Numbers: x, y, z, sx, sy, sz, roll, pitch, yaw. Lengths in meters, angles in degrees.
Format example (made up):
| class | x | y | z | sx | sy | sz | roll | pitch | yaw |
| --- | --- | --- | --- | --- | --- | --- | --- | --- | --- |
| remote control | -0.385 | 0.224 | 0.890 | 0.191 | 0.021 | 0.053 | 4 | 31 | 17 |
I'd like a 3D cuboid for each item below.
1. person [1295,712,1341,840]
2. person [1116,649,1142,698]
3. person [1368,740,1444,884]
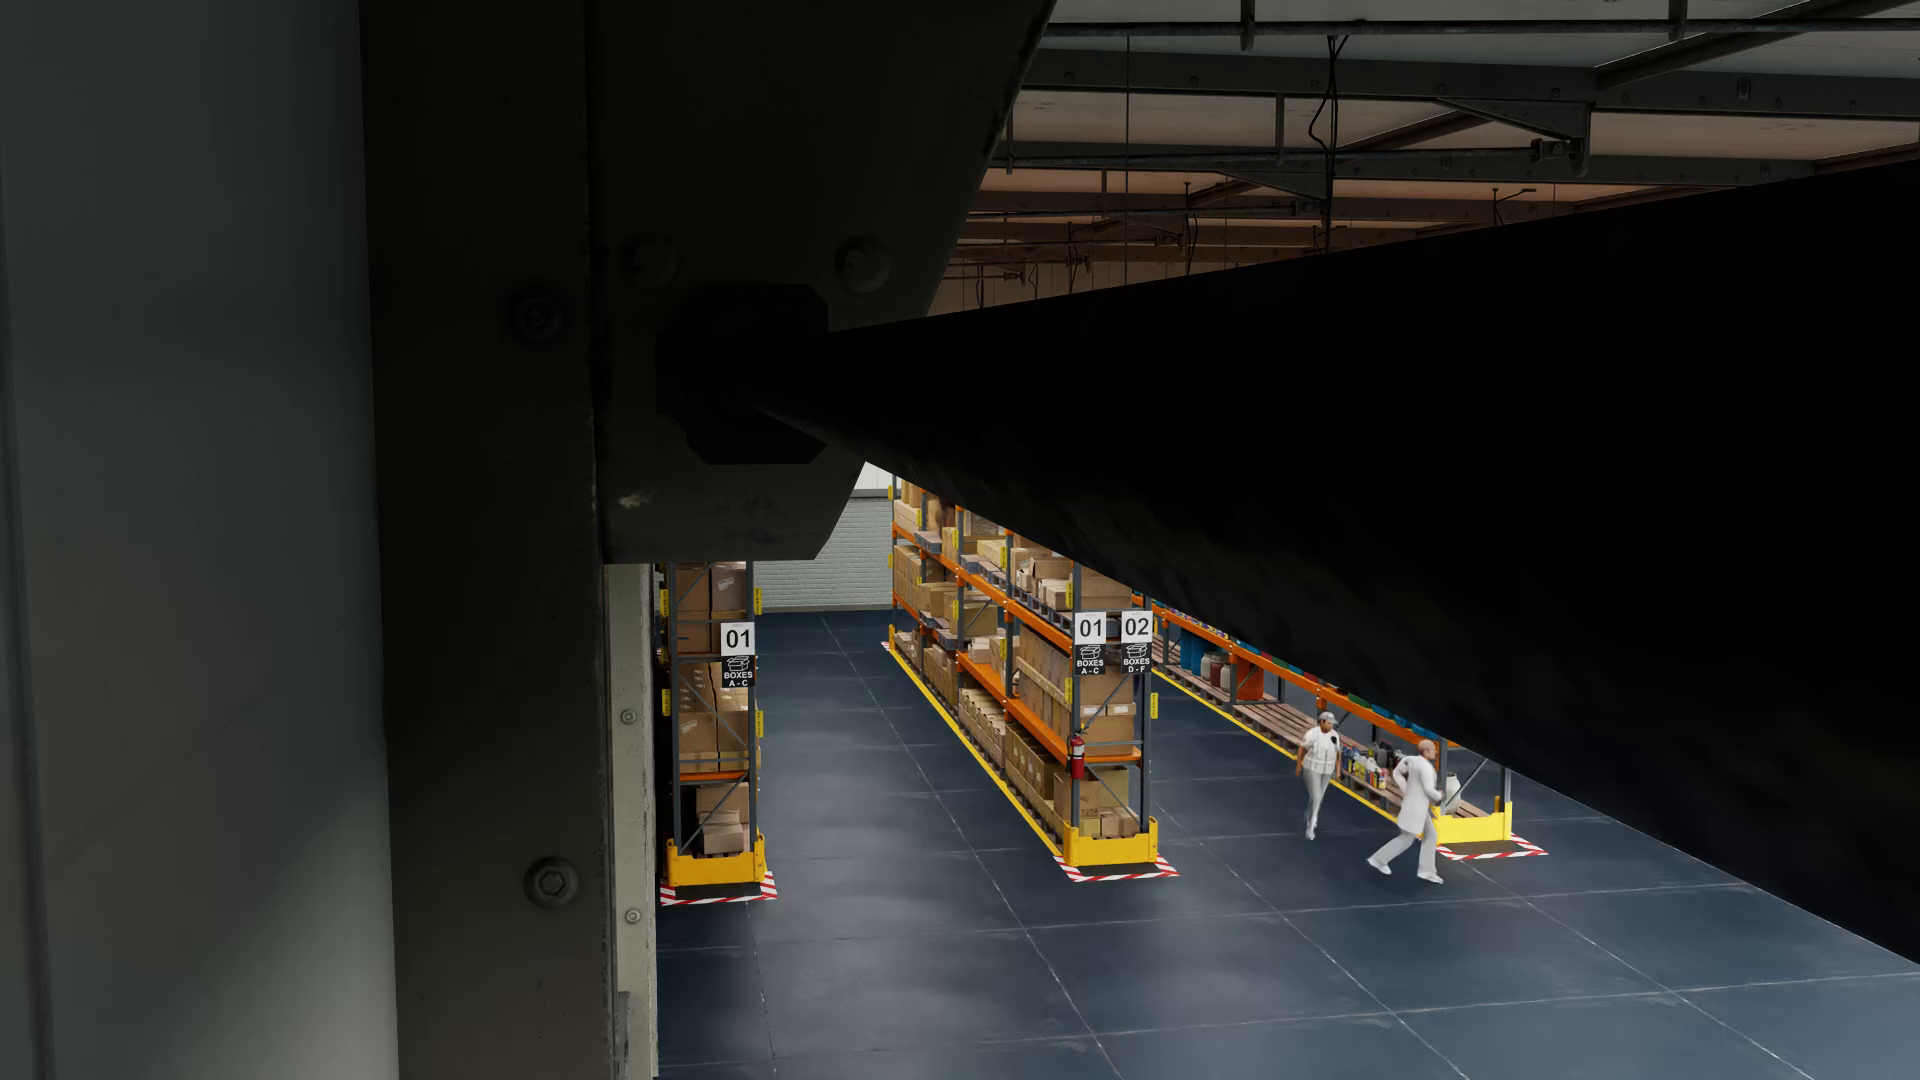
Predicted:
| class | x | y | z | sx | sy | sz | roll | pitch | yaw |
| --- | --- | --- | --- | --- | --- | --- | --- | --- | --- |
| person | 4.793 | 3.102 | 22.277 | 0.581 | 1.655 | 0.685 | -2 | 6 | -15 |
| person | 3.090 | 2.382 | 29.842 | 0.613 | 1.481 | 0.899 | 0 | 6 | 3 |
| person | 5.423 | 3.287 | 20.121 | 0.907 | 1.773 | 0.654 | 1 | 6 | 7 |
